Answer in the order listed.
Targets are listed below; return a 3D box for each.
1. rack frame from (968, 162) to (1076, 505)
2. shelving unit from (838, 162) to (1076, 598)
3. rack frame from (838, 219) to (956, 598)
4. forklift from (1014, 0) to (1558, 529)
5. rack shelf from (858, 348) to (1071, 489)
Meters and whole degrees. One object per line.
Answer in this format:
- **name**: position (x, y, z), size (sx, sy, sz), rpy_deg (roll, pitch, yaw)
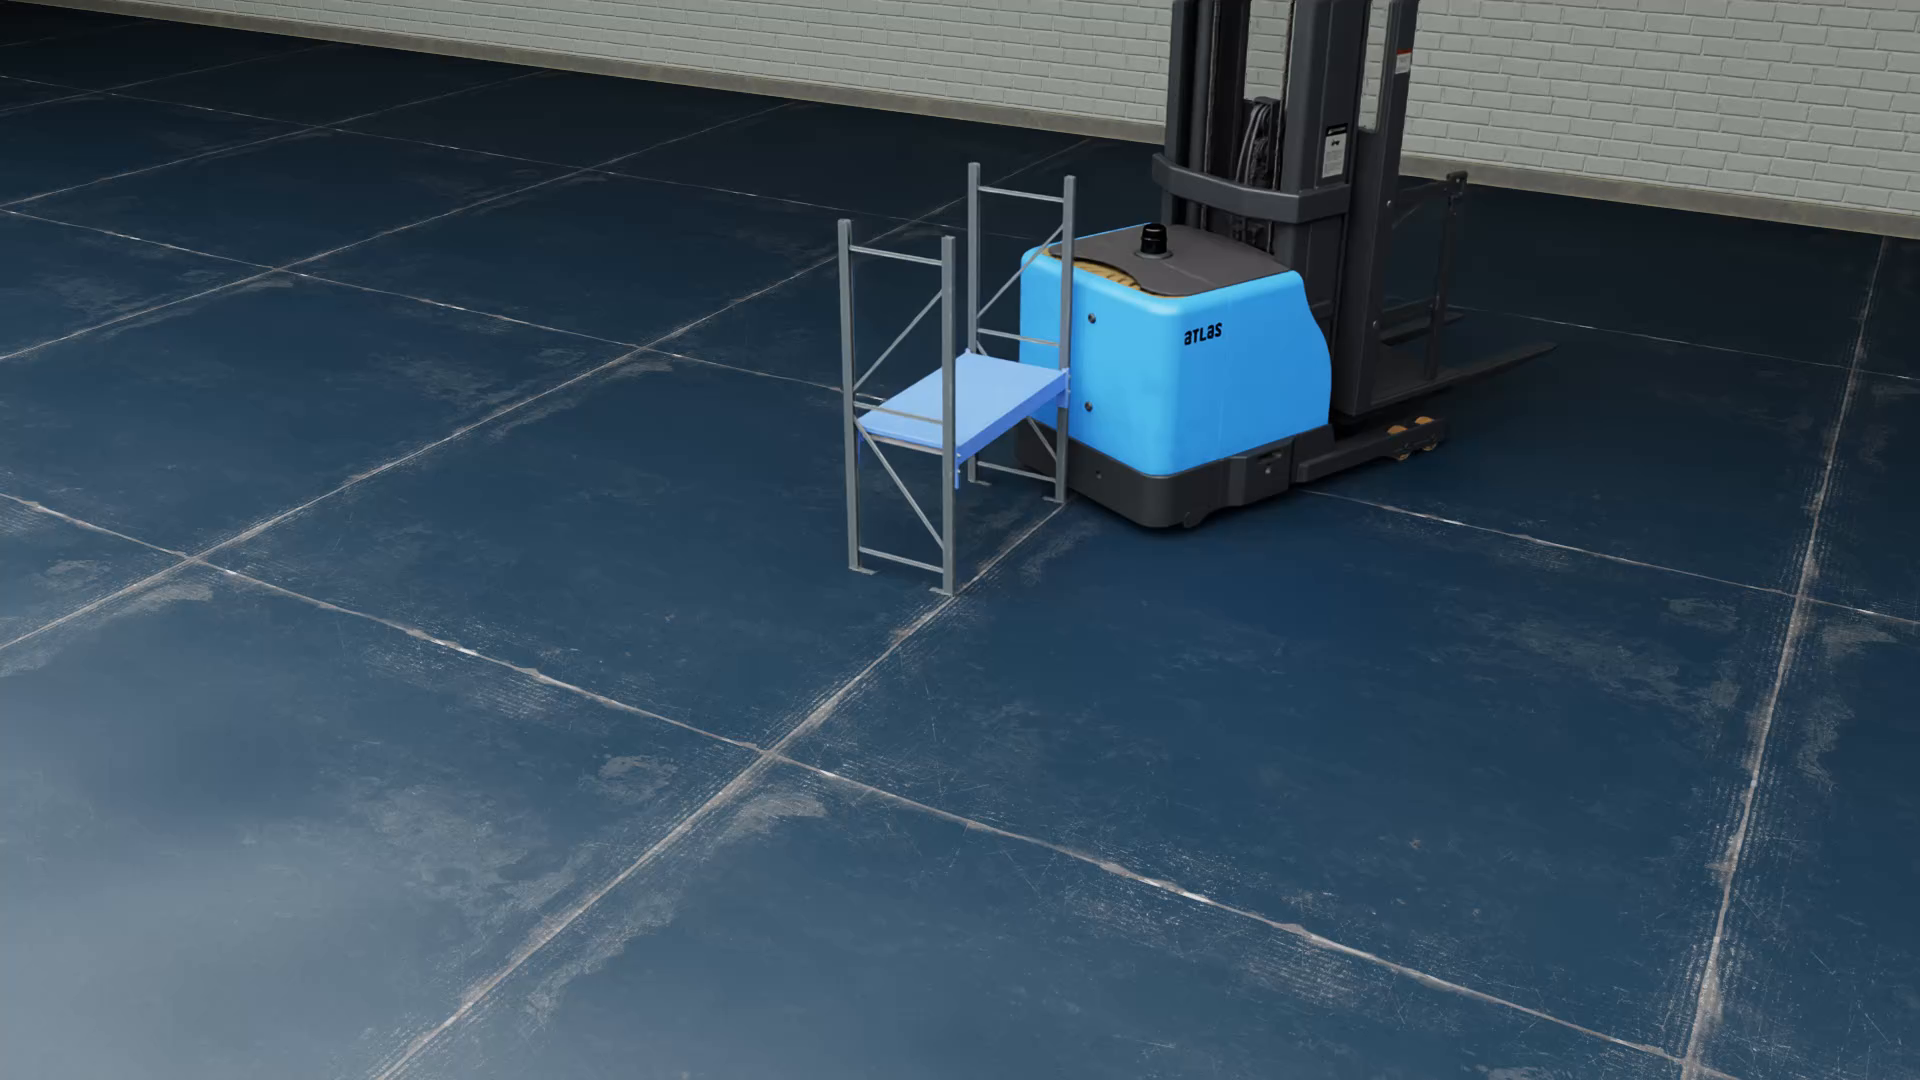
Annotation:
- **rack frame**: position (0.260, -0.892, 7.356), size (0.500, 1.500, 0.032), rpy_deg (14, 30, 26)
- **shelving unit**: position (0.010, -0.694, 6.960), size (0.538, 1.500, 1.048), rpy_deg (14, 30, 26)
- **rack frame**: position (-0.241, -0.496, 6.565), size (0.500, 1.500, 0.032), rpy_deg (14, 30, 26)
- **forklift**: position (1.750, -1.868, 7.706), size (3.031, 2.935, 1.130), rpy_deg (-18, 32, -32)
- **rack shelf**: position (0.010, -0.533, 7.041), size (0.538, 0.185, 1.000), rpy_deg (14, 30, 26)
